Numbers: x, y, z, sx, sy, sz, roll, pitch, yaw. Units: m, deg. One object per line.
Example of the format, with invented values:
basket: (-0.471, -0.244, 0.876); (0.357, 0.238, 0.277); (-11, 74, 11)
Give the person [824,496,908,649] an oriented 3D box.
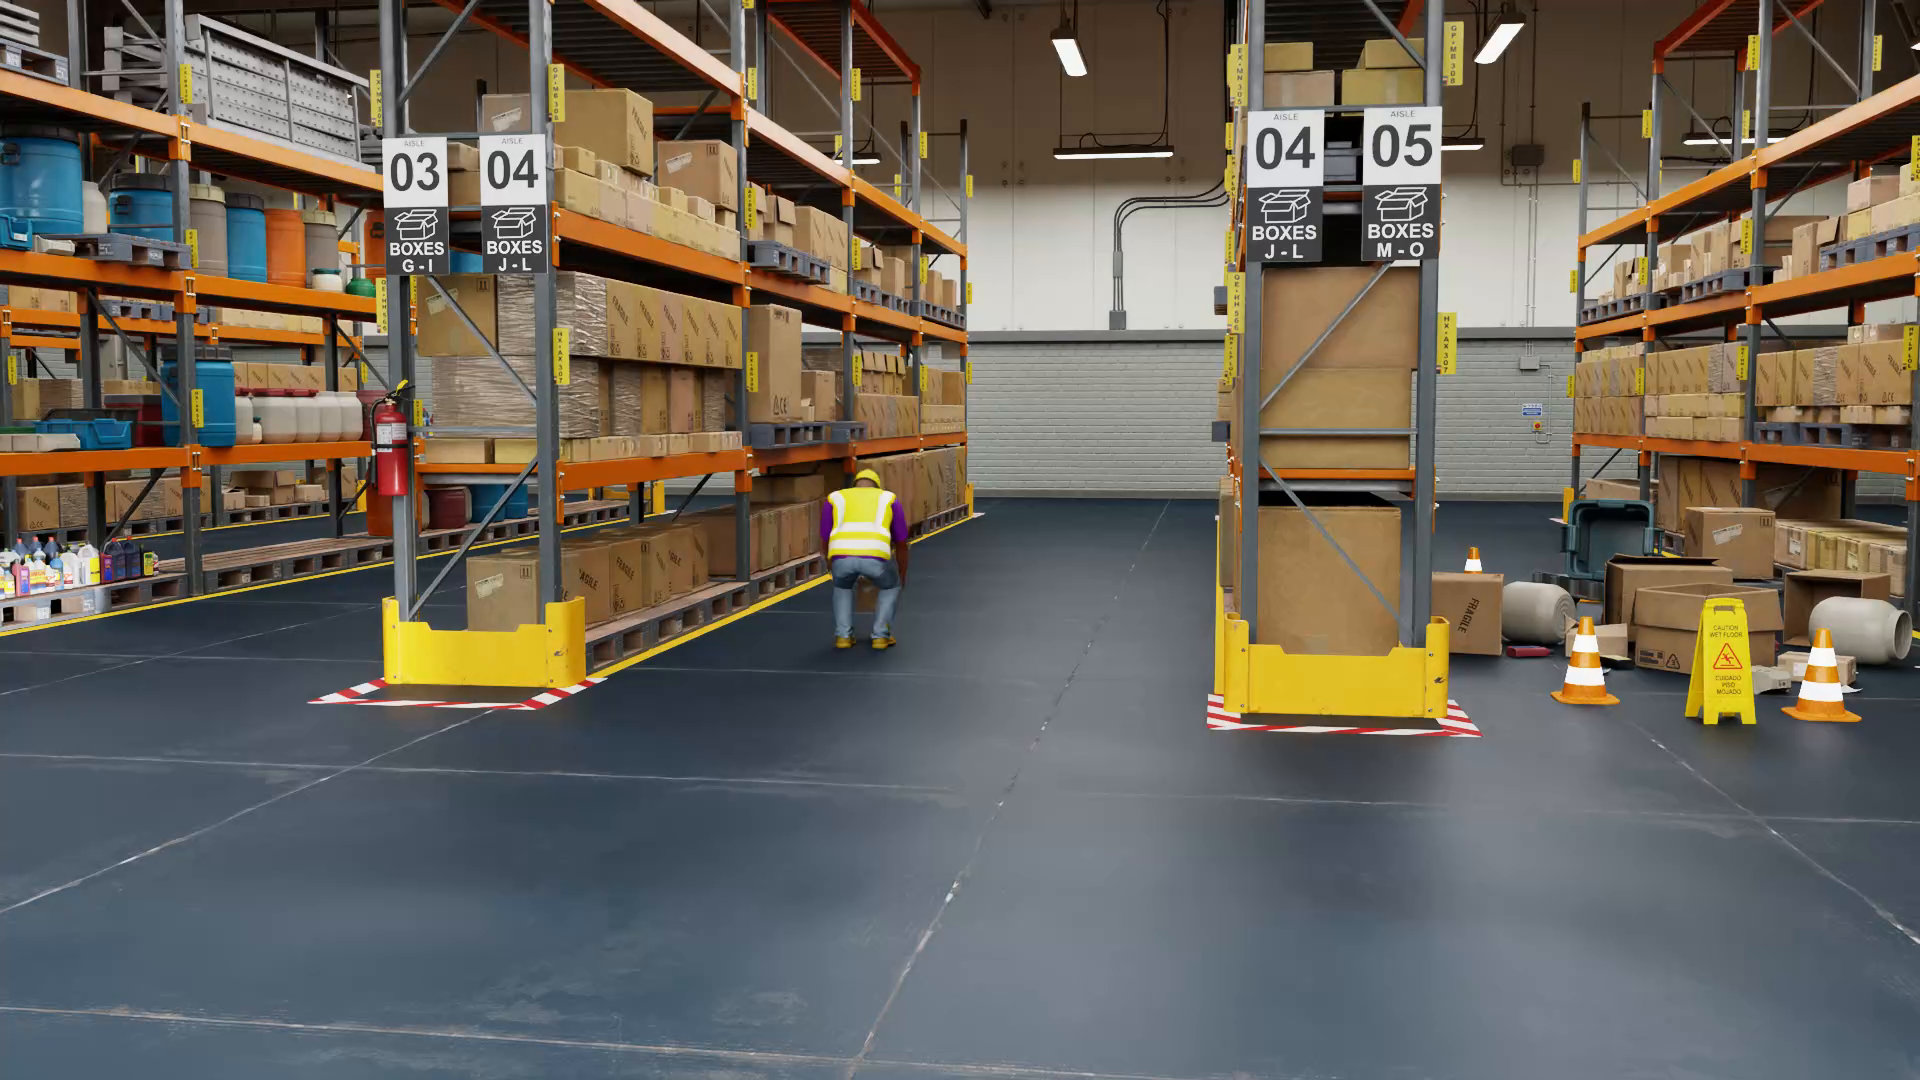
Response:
person: (-0.681, 0.218, 11.569); (0.580, 1.017, 0.895); (1, 4, 8)
